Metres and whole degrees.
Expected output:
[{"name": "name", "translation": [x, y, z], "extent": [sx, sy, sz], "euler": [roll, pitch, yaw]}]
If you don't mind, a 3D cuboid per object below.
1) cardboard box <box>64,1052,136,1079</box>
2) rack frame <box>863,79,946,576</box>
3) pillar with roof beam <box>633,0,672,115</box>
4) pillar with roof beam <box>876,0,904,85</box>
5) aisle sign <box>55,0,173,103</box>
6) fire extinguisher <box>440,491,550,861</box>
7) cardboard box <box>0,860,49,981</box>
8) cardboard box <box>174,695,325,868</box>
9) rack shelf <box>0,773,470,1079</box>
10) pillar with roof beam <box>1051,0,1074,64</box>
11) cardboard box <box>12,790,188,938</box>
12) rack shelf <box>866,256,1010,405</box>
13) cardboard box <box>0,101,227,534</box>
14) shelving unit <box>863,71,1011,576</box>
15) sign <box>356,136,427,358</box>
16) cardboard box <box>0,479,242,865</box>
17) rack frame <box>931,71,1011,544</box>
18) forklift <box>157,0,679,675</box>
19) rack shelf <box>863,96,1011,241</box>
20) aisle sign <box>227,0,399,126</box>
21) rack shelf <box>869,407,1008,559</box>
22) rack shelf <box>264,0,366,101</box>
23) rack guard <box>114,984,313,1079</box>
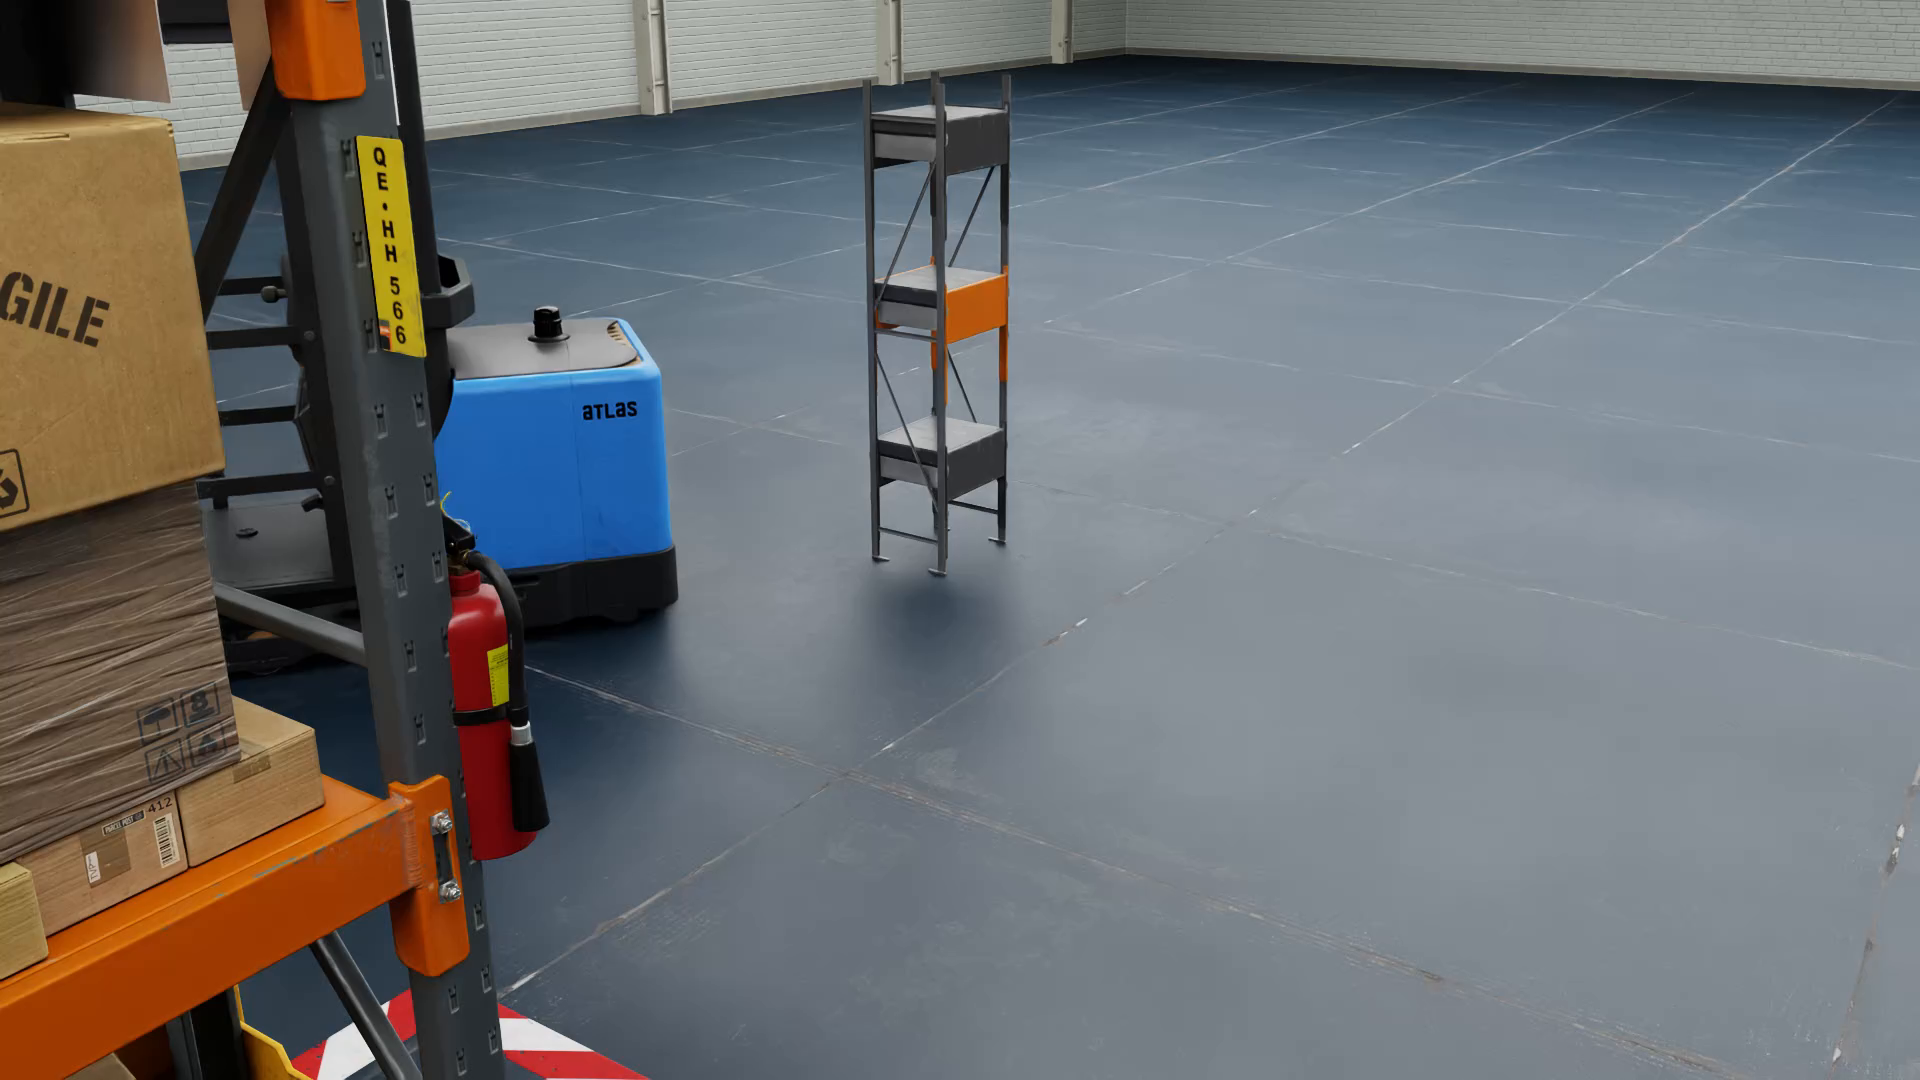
[{"name": "cardboard box", "translation": [-1.669, 1.289, 2.955], "extent": [0.500, 0.500, 0.500], "euler": [19, 28, 42]}, {"name": "rack frame", "translation": [-0.230, -0.867, 7.083], "extent": [0.400, 2.100, 0.015], "euler": [13, 24, 32]}, {"name": "pillar with roof beam", "translation": [-1.065, -9.877, 21.495], "extent": [9.100, 9.000, 0.400], "euler": [13, 24, 32]}, {"name": "pillar with roof beam", "translation": [2.308, -11.598, 26.149], "extent": [9.100, 9.000, 0.400], "euler": [13, 24, 32]}, {"name": "aisle sign", "translation": [-1.517, -1.158, 2.825], "extent": [0.394, 0.787, 0.004], "euler": [13, 24, 32]}, {"name": "fire extinguisher", "translation": [-0.858, 0.231, 2.929], "extent": [0.296, 0.674, 0.183], "euler": [13, 24, 32]}, {"name": "cardboard box", "translation": [-1.532, 0.531, 2.369], "extent": [0.380, 0.149, 0.250], "euler": [13, 24, 32]}, {"name": "cardboard box", "translation": [-1.293, 0.377, 2.783], "extent": [0.380, 0.149, 0.250], "euler": [13, 24, 32]}, {"name": "rack shelf", "translation": [-2.428, 1.049, 1.643], "extent": [1.077, 0.370, 4.000], "euler": [13, 24, 32]}, {"name": "pillar with roof beam", "translation": [5.681, -13.320, 30.803], "extent": [9.100, 9.000, 0.400], "euler": [13, 24, 32]}, {"name": "cardboard box", "translation": [-1.434, 0.449, 2.590], "extent": [0.380, 0.149, 0.250], "euler": [13, 24, 32]}, {"name": "rack shelf", "translation": [-0.093, -0.925, 7.277], "extent": [0.431, 0.518, 0.480], "euler": [13, 24, 32]}, {"name": "cardboard box", "translation": [-1.409, -0.312, 2.270], "extent": [0.500, 0.500, 0.500], "euler": [13, 24, 32]}, {"name": "shelving unit", "translation": [-0.093, -0.937, 7.272], "extent": [0.431, 2.100, 0.503], "euler": [13, 24, 32]}, {"name": "sign", "translation": [-0.856, -0.440, 2.506], "extent": [0.100, 0.325, 0.005], "euler": [13, 24, 32]}, {"name": "cardboard box", "translation": [-1.636, 0.104, 2.588], "extent": [0.875, 0.500, 0.500], "euler": [13, 24, 32]}, {"name": "rack frame", "translation": [0.044, -1.007, 7.462], "extent": [0.400, 2.100, 0.015], "euler": [13, 24, 32]}, {"name": "forklift", "translation": [-2.742, -1.042, 6.356], "extent": [3.031, 2.935, 1.130], "euler": [-7, 21, -18]}, {"name": "rack shelf", "translation": [-0.093, -1.581, 7.034], "extent": [0.431, 0.518, 0.480], "euler": [13, 24, 32]}, {"name": "aisle sign", "translation": [-1.021, -1.041, 2.508], "extent": [0.394, 0.787, 0.004], "euler": [13, 24, 32]}, {"name": "rack shelf", "translation": [-0.093, -0.268, 7.520], "extent": [0.431, 0.518, 0.480], "euler": [13, 24, 32]}, {"name": "rack shelf", "translation": [-2.428, -0.358, 1.123], "extent": [1.077, 0.370, 4.000], "euler": [13, 24, 32]}, {"name": "rack guard", "translation": [-1.347, 1.332, 3.444], "extent": [1.175, 0.500, 0.348], "euler": [13, 24, 32]}]
